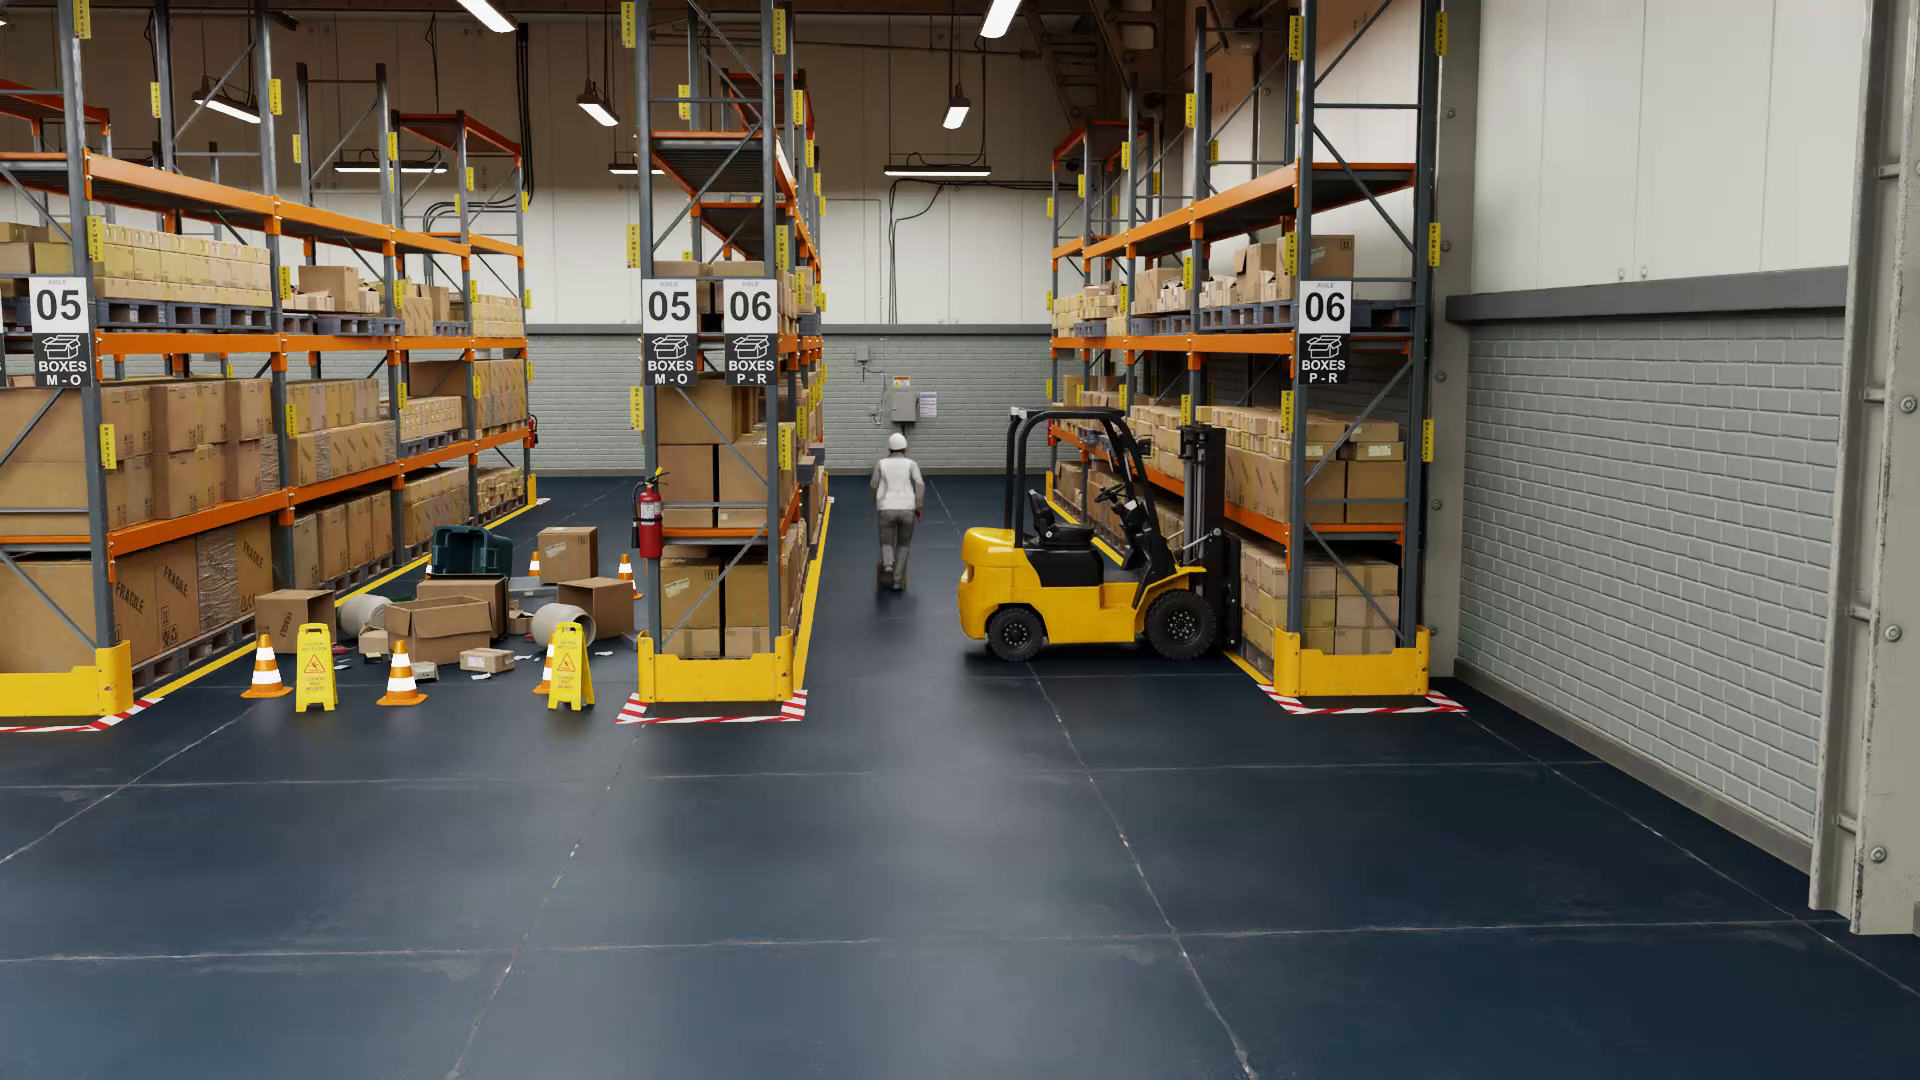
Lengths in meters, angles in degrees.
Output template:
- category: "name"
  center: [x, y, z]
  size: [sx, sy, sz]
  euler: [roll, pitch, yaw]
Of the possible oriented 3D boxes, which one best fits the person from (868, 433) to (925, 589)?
- category: "person"
  center: [-0.700, -0.305, 18.357]
  size: [0.631, 1.726, 0.744]
  euler: [0, 7, -2]
